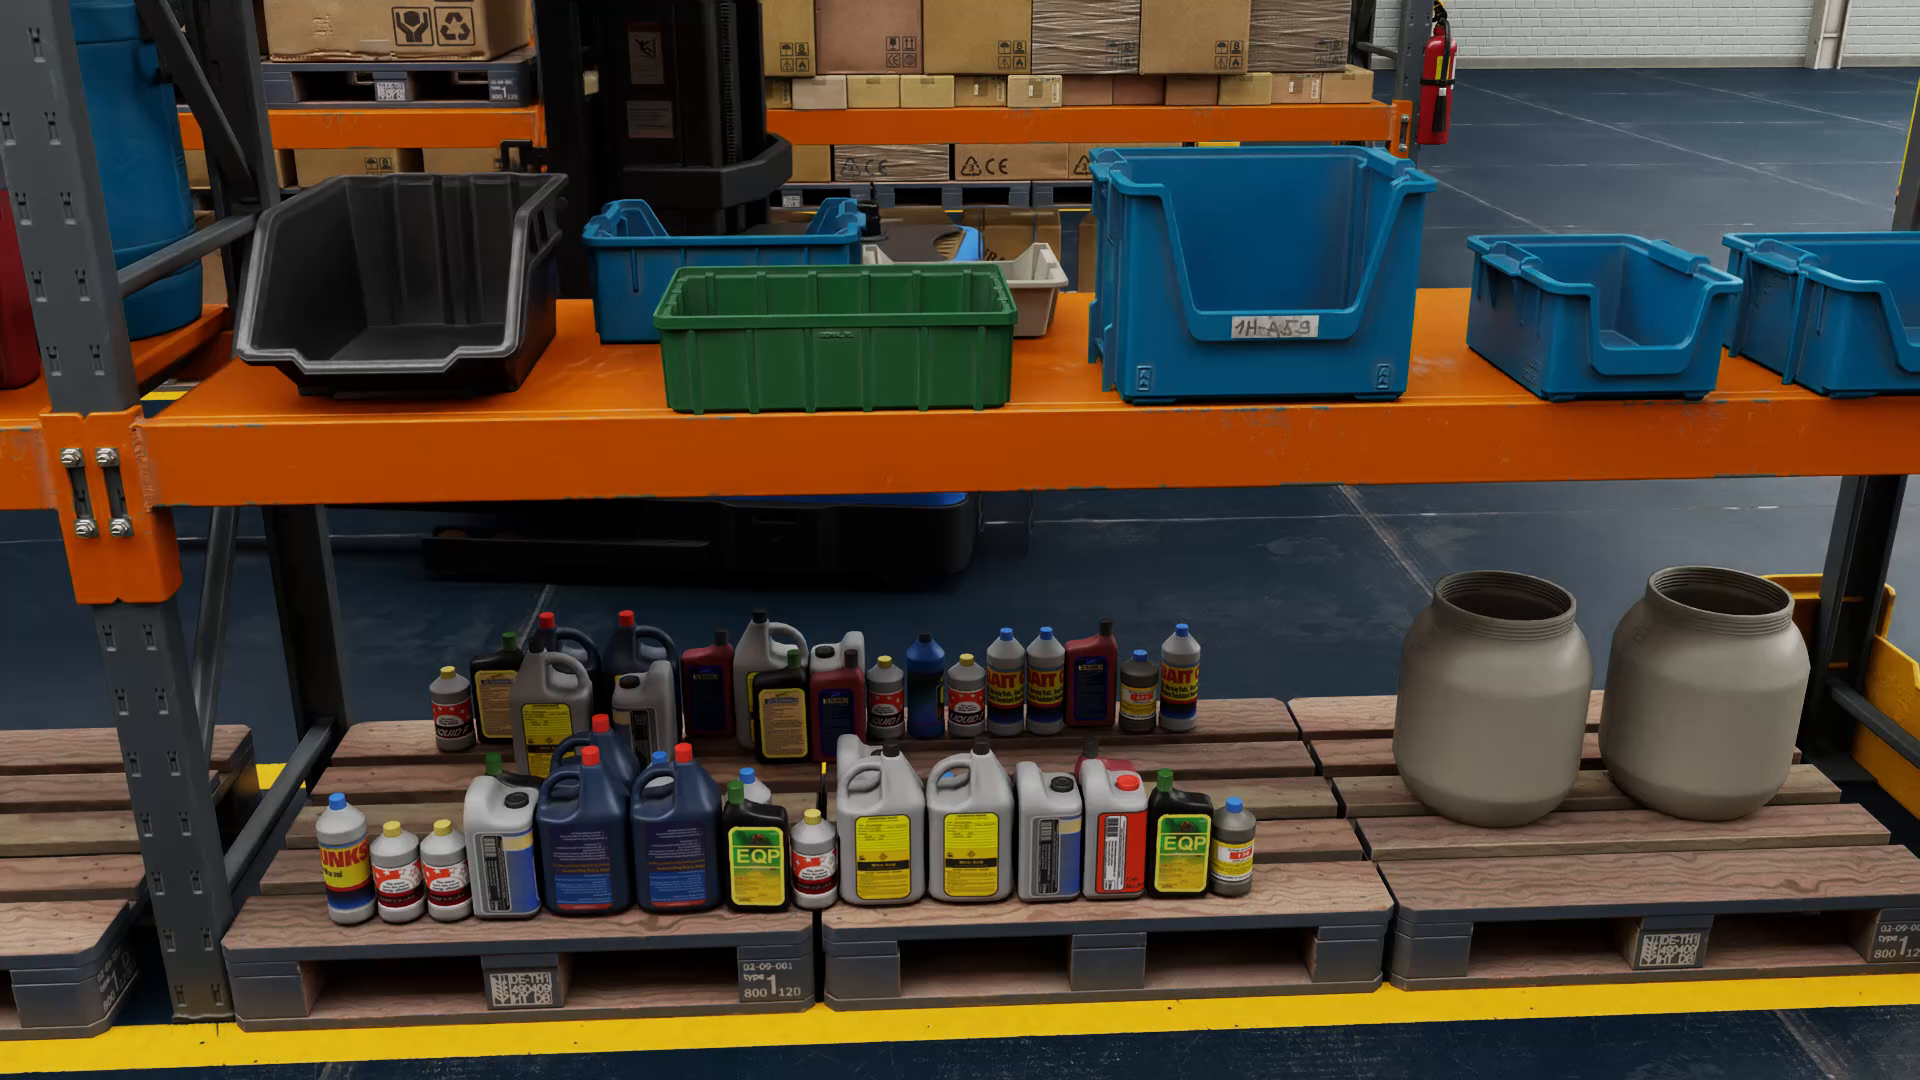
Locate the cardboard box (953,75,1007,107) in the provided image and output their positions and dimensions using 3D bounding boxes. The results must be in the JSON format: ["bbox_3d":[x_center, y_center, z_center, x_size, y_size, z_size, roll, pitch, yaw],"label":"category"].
[{"bbox_3d":[0.085,-2.168,7.952,0.250,0.149,0.380,-1,21,-3],"label":"cardboard box"}]

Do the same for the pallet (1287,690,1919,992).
[{"bbox_3d":[1.501,0.683,4.030,1.213,0.211,1.003,-1,21,-3],"label":"pallet"}]

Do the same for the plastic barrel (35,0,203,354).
[{"bbox_3d":[-2.011,-0.906,3.579,0.708,0.901,0.600,-1,21,-3],"label":"plastic barrel"}]

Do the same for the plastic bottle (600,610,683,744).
[{"bbox_3d":[-0.790,0.341,4.113,0.185,0.351,0.144,-2,21,-6],"label":"plastic bottle"}]

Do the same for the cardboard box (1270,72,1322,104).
[{"bbox_3d":[1.580,-2.211,8.065,0.250,0.149,0.380,-1,21,-3],"label":"cardboard box"}]

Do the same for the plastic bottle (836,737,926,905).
[{"bbox_3d":[-0.165,0.579,3.488,0.185,0.351,0.144,-1,21,-3],"label":"plastic bottle"}]

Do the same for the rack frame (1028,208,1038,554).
[{"bbox_3d":[0.257,-0.553,5.886,0.006,1.200,0.240,2,21,5],"label":"rack frame"}]

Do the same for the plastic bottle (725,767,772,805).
[{"bbox_3d":[-0.445,0.609,3.522,0.097,0.271,0.097,0,21,0],"label":"plastic bottle"}]

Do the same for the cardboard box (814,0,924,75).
[{"bbox_3d":[-0.443,-2.548,8.038,0.500,0.500,0.875,-1,21,-3],"label":"cardboard box"}]

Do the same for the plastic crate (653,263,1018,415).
[{"bbox_3d":[-0.237,-0.400,3.253,0.662,0.188,0.450,-1,21,-3],"label":"plastic crate"}]

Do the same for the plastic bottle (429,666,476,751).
[{"bbox_3d":[-1.263,0.413,4.136,0.097,0.201,0.097,0,21,0],"label":"plastic bottle"}]

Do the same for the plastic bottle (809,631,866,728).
[{"bbox_3d":[-0.305,0.368,4.149,0.135,0.276,0.152,-1,21,-2],"label":"plastic bottle"}]

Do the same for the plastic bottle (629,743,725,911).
[{"bbox_3d":[-0.590,0.588,3.466,0.185,0.351,0.144,-2,21,-5],"label":"plastic bottle"}]

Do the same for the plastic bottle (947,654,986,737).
[{"bbox_3d":[0.017,0.386,4.205,0.097,0.201,0.097,0,21,0],"label":"plastic bottle"}]

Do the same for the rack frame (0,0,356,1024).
[{"bbox_3d":[-1.608,-0.572,3.407,0.127,3.000,1.000,-1,21,-3],"label":"rack frame"}]

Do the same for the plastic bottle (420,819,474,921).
[{"bbox_3d":[-1.062,0.676,3.445,0.097,0.201,0.097,0,21,0],"label":"plastic bottle"}]

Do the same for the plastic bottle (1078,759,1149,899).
[{"bbox_3d":[0.324,0.603,3.531,0.135,0.276,0.152,-1,21,-3],"label":"plastic bottle"}]

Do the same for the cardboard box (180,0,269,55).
[{"bbox_3d":[-3.616,-2.508,7.756,0.637,0.503,0.797,1,21,2],"label":"cardboard box"}]

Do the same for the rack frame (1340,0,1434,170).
[{"bbox_3d":[2.103,-2.412,8.241,0.127,3.000,1.000,-1,21,-3],"label":"rack frame"}]

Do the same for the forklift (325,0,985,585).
[{"bbox_3d":[-1.442,-1.415,5.719,3.031,2.935,1.130,2,21,5],"label":"forklift"}]

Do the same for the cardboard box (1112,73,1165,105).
[{"bbox_3d":[0.831,-2.198,8.030,0.250,0.149,0.380,-1,21,-3],"label":"cardboard box"}]

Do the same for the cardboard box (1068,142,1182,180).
[{"bbox_3d":[1.247,-3.342,13.080,0.875,0.875,0.875,-1,21,-3],"label":"cardboard box"}]

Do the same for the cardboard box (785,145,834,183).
[{"bbox_3d":[-1.441,-3.286,12.933,0.875,0.875,0.875,-1,21,-2],"label":"cardboard box"}]

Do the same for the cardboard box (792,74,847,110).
[{"bbox_3d":[-0.659,-2.125,7.841,0.250,0.149,0.380,-1,21,-3],"label":"cardboard box"}]

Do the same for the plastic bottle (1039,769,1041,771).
[{"bbox_3d":[0.160,0.597,3.653,0.097,0.201,0.097,0,21,0],"label":"plastic bottle"}]

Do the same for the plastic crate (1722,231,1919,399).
[{"bbox_3d":[1.903,-0.467,3.340,0.616,0.251,0.499,-1,21,-3],"label":"plastic crate"}]

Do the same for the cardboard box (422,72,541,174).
[{"bbox_3d":[-3.651,-3.177,12.822,0.750,0.750,1.050,-1,21,-3],"label":"cardboard box"}]

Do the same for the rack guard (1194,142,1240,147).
[{"bbox_3d":[1.945,-3.009,13.321,0.348,0.500,1.175,-1,21,-3],"label":"rack guard"}]

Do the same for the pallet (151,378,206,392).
[{"bbox_3d":[-3.889,-0.986,8.413,1.213,0.211,1.003,-1,21,-3],"label":"pallet"}]

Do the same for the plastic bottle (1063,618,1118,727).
[{"bbox_3d":[0.331,0.335,4.224,0.133,0.283,0.061,-1,21,-2],"label":"plastic bottle"}]

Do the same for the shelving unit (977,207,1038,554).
[{"bbox_3d":[0.166,-0.556,5.894,0.189,1.200,0.258,2,21,5],"label":"shelving unit"}]

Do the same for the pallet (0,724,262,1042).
[{"bbox_3d":[-2.390,0.761,3.825,1.213,0.211,1.003,-1,21,-3],"label":"pallet"}]

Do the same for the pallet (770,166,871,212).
[{"bbox_3d":[-1.309,-2.779,13.125,1.213,0.211,1.003,-1,21,-3],"label":"pallet"}]

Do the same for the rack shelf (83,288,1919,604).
[{"bbox_3d":[0.389,-0.276,3.641,4.000,0.370,1.077,-1,21,-3],"label":"rack shelf"}]

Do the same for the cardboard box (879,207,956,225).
[{"bbox_3d":[-0.302,-1.408,8.526,0.500,0.500,0.500,-3,21,-8],"label":"cardboard box"}]

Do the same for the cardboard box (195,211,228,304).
[{"bbox_3d":[-3.541,-1.349,8.344,0.500,0.500,0.700,-3,21,-8],"label":"cardboard box"}]

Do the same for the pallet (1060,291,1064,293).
[{"bbox_3d":[-0.001,-1.080,8.661,1.213,0.211,1.003,-1,21,-3],"label":"pallet"}]

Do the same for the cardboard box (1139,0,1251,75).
[{"bbox_3d":[1.060,-2.544,8.028,0.500,0.500,0.875,-1,21,-3],"label":"cardboard box"}]

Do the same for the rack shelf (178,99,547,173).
[{"bbox_3d":[-3.887,-1.954,8.049,4.000,0.370,1.077,-1,21,-3],"label":"rack shelf"}]

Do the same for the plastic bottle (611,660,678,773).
[{"bbox_3d":[-0.756,0.428,3.990,0.135,0.276,0.152,-1,21,-3],"label":"plastic bottle"}]

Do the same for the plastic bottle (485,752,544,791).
[{"bbox_3d":[-0.950,0.587,3.562,0.133,0.283,0.061,-1,21,-3],"label":"plastic bottle"}]
